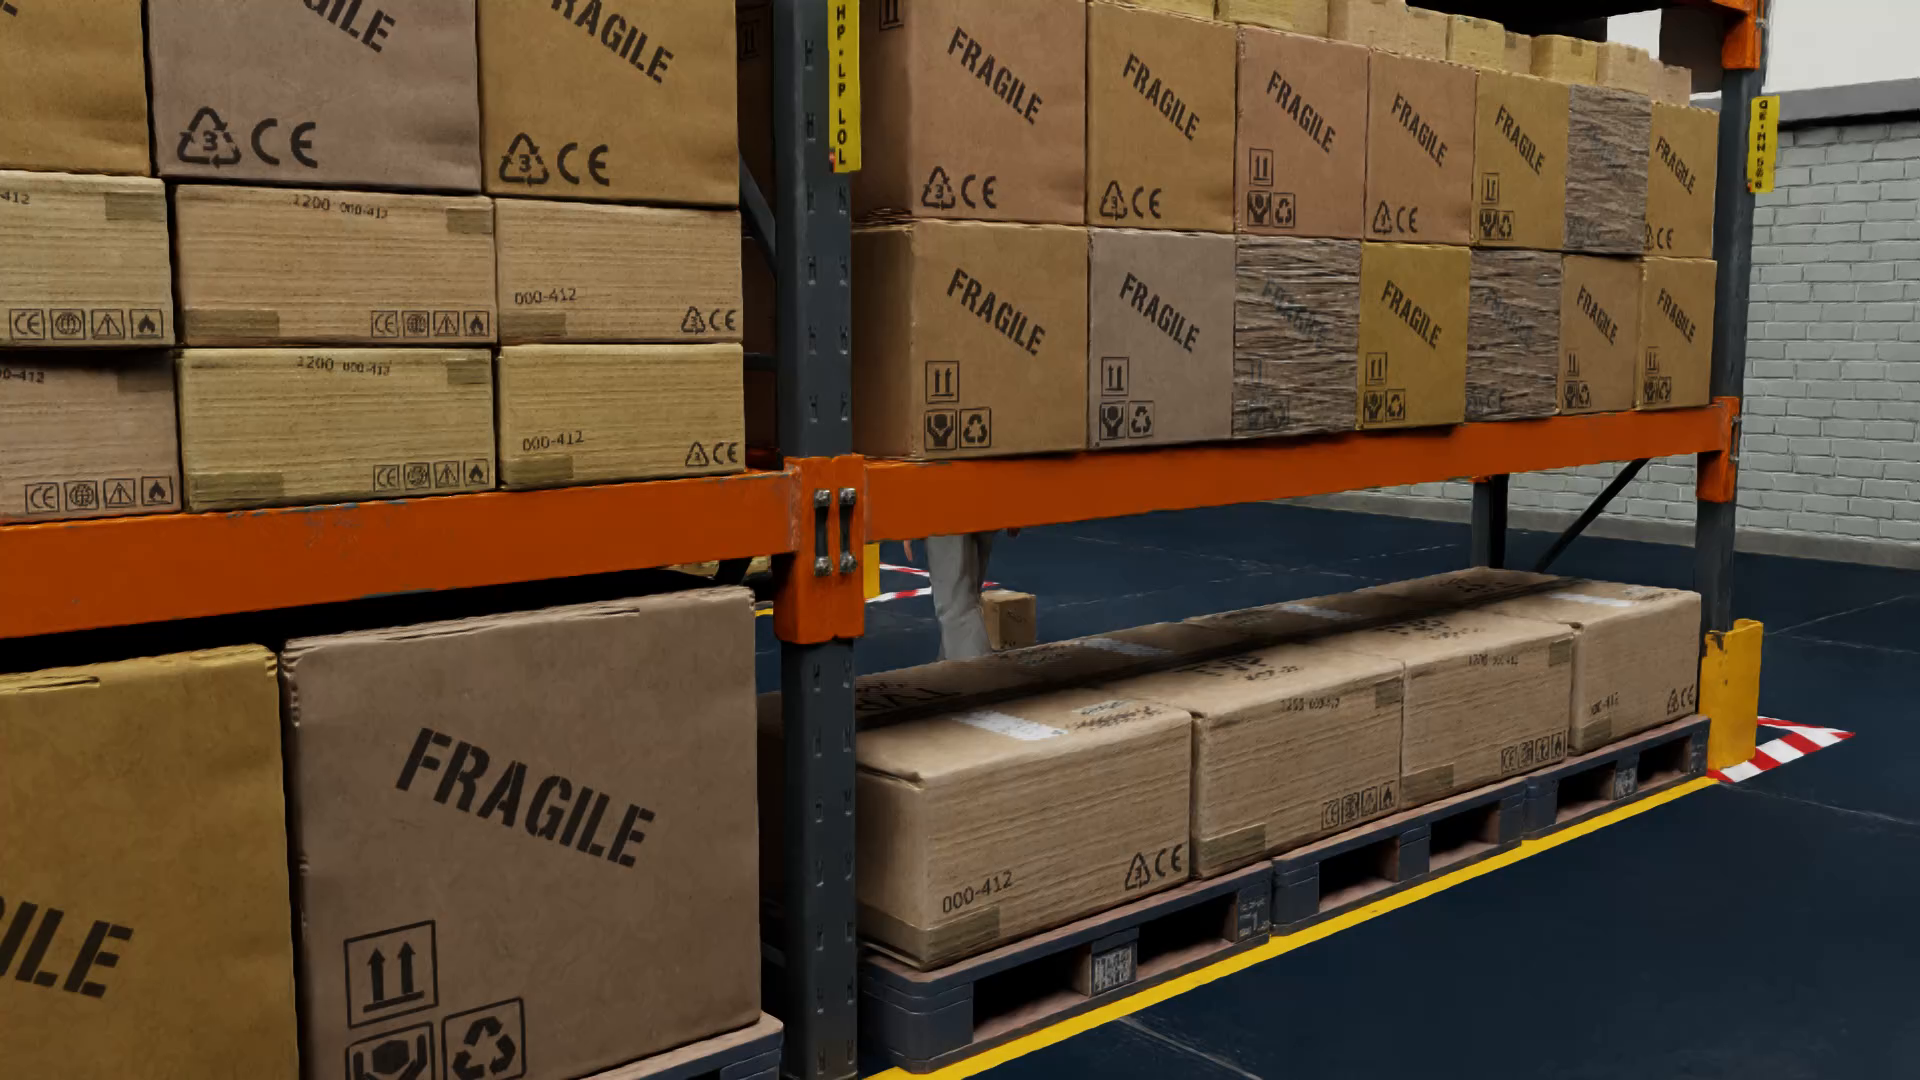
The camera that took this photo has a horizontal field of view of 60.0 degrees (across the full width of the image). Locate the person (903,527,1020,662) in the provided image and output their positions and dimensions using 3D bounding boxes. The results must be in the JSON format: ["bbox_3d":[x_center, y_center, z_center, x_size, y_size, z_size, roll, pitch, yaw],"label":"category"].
[{"bbox_3d":[-0.010,-0.085,6.394,0.642,1.664,0.668,6,10,39],"label":"person"}]
